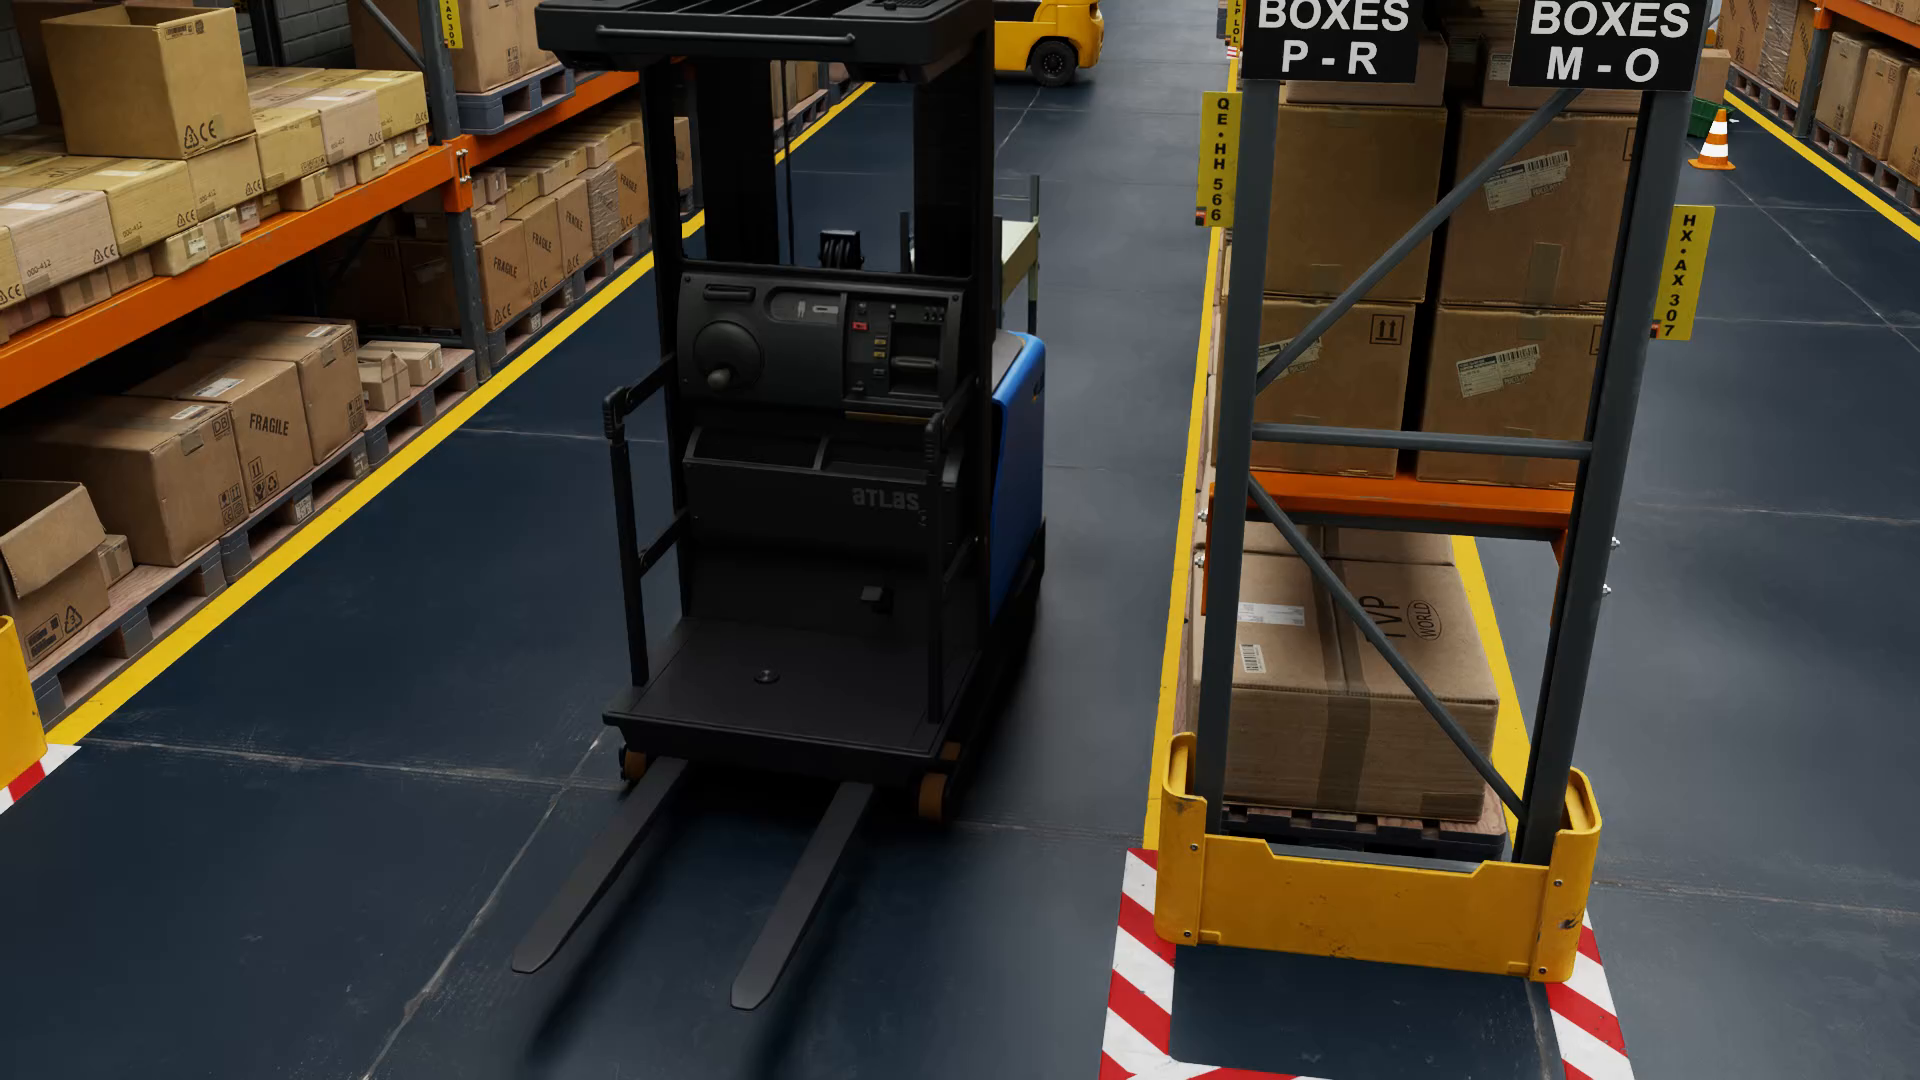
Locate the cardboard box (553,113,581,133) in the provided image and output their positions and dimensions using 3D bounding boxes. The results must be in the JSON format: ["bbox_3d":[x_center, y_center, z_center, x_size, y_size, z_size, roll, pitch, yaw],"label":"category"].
[{"bbox_3d":[-2.851,-2.870,11.531,0.380,0.149,0.250,4,25,9],"label":"cardboard box"}]

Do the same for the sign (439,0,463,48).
[{"bbox_3d":[-2.544,-2.618,8.284,0.100,0.325,0.005,4,25,9],"label":"sign"}]

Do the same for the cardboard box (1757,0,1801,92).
[{"bbox_3d":[8.340,-4.827,16.034,0.875,0.875,0.875,4,25,9],"label":"cardboard box"}]

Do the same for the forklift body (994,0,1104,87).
[{"bbox_3d":[0.370,-5.975,17.479,2.313,2.155,1.214,4,25,9],"label":"forklift body"}]

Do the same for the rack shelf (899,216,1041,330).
[{"bbox_3d":[0.052,-1.081,6.870,0.431,0.370,0.720,6,26,12],"label":"rack shelf"}]

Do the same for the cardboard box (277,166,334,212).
[{"bbox_3d":[-3.007,-1.558,7.337,0.380,0.149,0.250,4,25,8],"label":"cardboard box"}]

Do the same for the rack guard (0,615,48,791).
[{"bbox_3d":[-3.722,0.513,5.565,1.175,0.500,0.348,4,25,9],"label":"rack guard"}]

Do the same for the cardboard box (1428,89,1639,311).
[{"bbox_3d":[1.523,-0.924,4.389,0.500,0.500,0.500,3,25,7],"label":"cardboard box"}]

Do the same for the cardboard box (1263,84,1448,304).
[{"bbox_3d":[1.007,-0.961,4.468,0.500,0.500,0.500,5,26,10],"label":"cardboard box"}]

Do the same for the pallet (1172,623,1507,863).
[{"bbox_3d":[1.217,0.678,5.553,1.003,0.211,1.213,4,25,9],"label":"pallet"}]

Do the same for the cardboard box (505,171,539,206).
[{"bbox_3d":[-2.728,-2.089,9.862,0.380,0.149,0.250,4,25,8],"label":"cardboard box"}]

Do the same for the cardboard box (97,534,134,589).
[{"bbox_3d":[-3.433,0.089,6.388,0.380,0.149,0.250,3,25,6],"label":"cardboard box"}]

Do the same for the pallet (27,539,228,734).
[{"bbox_3d":[-3.593,0.310,6.338,1.003,0.211,1.213,4,25,9],"label":"pallet"}]

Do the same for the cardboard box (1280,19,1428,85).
[{"bbox_3d":[1.042,-1.309,4.445,0.380,0.149,0.250,4,25,9],"label":"cardboard box"}]

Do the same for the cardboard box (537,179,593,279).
[{"bbox_3d":[-2.616,-1.937,10.303,0.500,0.500,0.500,3,25,7],"label":"cardboard box"}]

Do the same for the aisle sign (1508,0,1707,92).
[{"bbox_3d":[1.438,-1.372,3.577,0.394,0.787,0.004,4,25,9],"label":"aisle sign"}]

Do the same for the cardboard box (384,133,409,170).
[{"bbox_3d":[-2.905,-1.885,8.036,0.380,0.149,0.250,5,25,10],"label":"cardboard box"}]

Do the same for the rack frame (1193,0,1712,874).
[{"bbox_3d":[1.163,-0.245,4.235,1.000,3.000,0.127,4,25,9],"label":"rack frame"}]

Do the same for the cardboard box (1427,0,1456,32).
[{"bbox_3d":[1.639,-1.606,5.081,0.380,0.149,0.250,4,25,9],"label":"cardboard box"}]

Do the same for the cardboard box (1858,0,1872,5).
[{"bbox_3d":[7.591,-4.596,13.413,0.500,0.500,0.500,4,25,9],"label":"cardboard box"}]

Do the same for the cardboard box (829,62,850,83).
[{"bbox_3d":[-1.367,-4.731,16.566,0.500,0.250,0.500,4,25,9],"label":"cardboard box"}]

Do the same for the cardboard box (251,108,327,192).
[{"bbox_3d":[-3.085,-1.679,7.125,0.500,0.250,0.500,4,25,8],"label":"cardboard box"}]

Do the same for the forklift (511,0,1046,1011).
[{"bbox_3d":[-0.496,-0.598,5.069,1.130,2.935,3.031,6,26,12],"label":"forklift"}]

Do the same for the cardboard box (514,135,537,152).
[{"bbox_3d":[-2.978,-2.544,10.835,0.380,0.149,0.250,4,25,9],"label":"cardboard box"}]

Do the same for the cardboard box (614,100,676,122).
[{"bbox_3d":[-2.258,-3.061,11.939,0.380,0.149,0.250,3,25,6],"label":"cardboard box"}]

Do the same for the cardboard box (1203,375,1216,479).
[{"bbox_3d":[1.463,-0.318,6.918,0.875,0.438,0.875,3,25,7],"label":"cardboard box"}]

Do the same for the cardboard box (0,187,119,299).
[{"bbox_3d":[-3.312,-1.036,5.751,0.500,0.250,0.500,4,25,9],"label":"cardboard box"}]

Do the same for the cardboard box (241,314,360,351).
[{"bbox_3d":[-3.422,-0.973,8.466,0.500,0.311,0.500,5,26,10],"label":"cardboard box"}]

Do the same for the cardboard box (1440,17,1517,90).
[{"bbox_3d":[1.467,-1.281,4.386,0.380,0.149,0.250,5,25,10],"label":"cardboard box"}]

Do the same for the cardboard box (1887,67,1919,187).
[{"bbox_3d":[7.698,-3.076,12.441,1.050,0.750,0.750,4,25,9],"label":"cardboard box"}]

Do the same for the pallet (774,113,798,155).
[{"bbox_3d":[-2.052,-3.521,14.523,1.003,0.211,1.213,4,25,9],"label":"pallet"}]

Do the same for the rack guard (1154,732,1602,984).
[{"bbox_3d":[1.159,0.897,4.744,1.175,0.500,0.348,4,25,9],"label":"rack guard"}]

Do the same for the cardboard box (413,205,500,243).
[{"bbox_3d":[-2.759,-1.744,9.125,0.380,0.149,0.250,5,26,11],"label":"cardboard box"}]

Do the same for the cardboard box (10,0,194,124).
[{"bbox_3d":[-3.586,-2.062,7.059,0.500,0.500,0.500,3,25,7],"label":"cardboard box"}]

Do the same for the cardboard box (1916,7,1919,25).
[{"bbox_3d":[7.344,-3.960,12.054,0.500,0.500,0.500,4,25,8],"label":"cardboard box"}]

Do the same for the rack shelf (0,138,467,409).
[{"bbox_3d":[-3.407,-1.098,6.906,1.077,0.370,4.000,4,25,9],"label":"rack shelf"}]

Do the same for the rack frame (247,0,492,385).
[{"bbox_3d":[-3.081,-2.260,8.541,1.000,3.000,0.127,4,25,9],"label":"rack frame"}]

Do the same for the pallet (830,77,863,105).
[{"bbox_3d":[-1.602,-4.673,16.984,1.003,0.211,1.213,4,25,9],"label":"pallet"}]

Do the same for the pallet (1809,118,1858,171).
[{"bbox_3d":[7.973,-3.372,14.206,1.003,0.211,1.213,4,25,9],"label":"pallet"}]

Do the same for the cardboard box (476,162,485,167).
[{"bbox_3d":[-3.122,-2.219,10.141,0.380,0.149,0.250,5,25,10],"label":"cardboard box"}]

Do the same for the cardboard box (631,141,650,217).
[{"bbox_3d":[-2.376,-2.591,11.700,0.500,0.500,0.500,4,25,8],"label":"cardboard box"}]

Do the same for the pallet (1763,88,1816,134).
[{"bbox_3d":[8.226,-4.013,15.574,1.003,0.211,1.213,4,25,9],"label":"pallet"}]

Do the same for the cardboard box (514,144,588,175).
[{"bbox_3d":[-2.593,-2.409,10.547,0.380,0.149,0.250,4,25,9],"label":"cardboard box"}]

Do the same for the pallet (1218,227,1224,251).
[{"bbox_3d":[2.267,-2.004,11.281,1.003,0.211,1.213,4,25,9],"label":"pallet"}]

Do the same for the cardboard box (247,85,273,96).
[{"bbox_3d":[-3.503,-1.929,7.658,0.500,0.250,0.500,4,25,8],"label":"cardboard box"}]

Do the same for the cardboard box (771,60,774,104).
[{"bbox_3d":[-2.103,-3.863,14.271,0.875,0.625,0.625,3,25,6],"label":"cardboard box"}]

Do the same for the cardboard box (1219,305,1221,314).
[{"bbox_3d":[1.979,-1.789,9.545,0.875,0.875,0.875,5,26,10],"label":"cardboard box"}]

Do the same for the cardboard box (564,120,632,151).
[{"bbox_3d":[-2.446,-2.730,11.233,0.380,0.149,0.250,5,26,10],"label":"cardboard box"}]

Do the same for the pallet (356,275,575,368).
[{"bbox_3d":[-2.985,-1.340,9.864,1.003,0.211,1.213,4,25,9],"label":"pallet"}]

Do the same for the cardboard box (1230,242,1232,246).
[{"bbox_3d":[1.078,-0.719,5.131,0.500,0.500,0.500,3,25,7],"label":"cardboard box"}]

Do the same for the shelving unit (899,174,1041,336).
[{"bbox_3d":[0.052,-0.728,7.036,0.431,1.500,0.755,6,26,12],"label":"shelving unit"}]

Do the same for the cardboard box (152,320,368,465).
[{"bbox_3d":[-3.193,-0.684,7.626,0.700,0.500,0.500,3,25,7],"label":"cardboard box"}]

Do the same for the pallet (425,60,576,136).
[{"bbox_3d":[-2.842,-2.500,9.279,1.003,0.211,1.213,4,25,9],"label":"pallet"}]

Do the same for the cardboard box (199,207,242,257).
[{"bbox_3d":[-3.127,-1.239,6.655,0.380,0.149,0.250,5,25,10],"label":"cardboard box"}]

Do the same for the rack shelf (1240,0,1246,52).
[{"bbox_3d":[1.490,-2.114,5.539,1.077,0.370,4.000,4,25,9],"label":"rack shelf"}]

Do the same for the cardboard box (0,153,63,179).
[{"bbox_3d":[-3.750,-1.287,6.288,0.500,0.250,0.500,5,26,10],"label":"cardboard box"}]

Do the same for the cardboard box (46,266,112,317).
[{"bbox_3d":[-3.304,-0.916,5.964,0.380,0.149,0.250,5,26,10],"label":"cardboard box"}]

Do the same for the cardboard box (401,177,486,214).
[{"bbox_3d":[-2.819,-1.883,9.071,0.380,0.149,0.250,4,25,8],"label":"cardboard box"}]
